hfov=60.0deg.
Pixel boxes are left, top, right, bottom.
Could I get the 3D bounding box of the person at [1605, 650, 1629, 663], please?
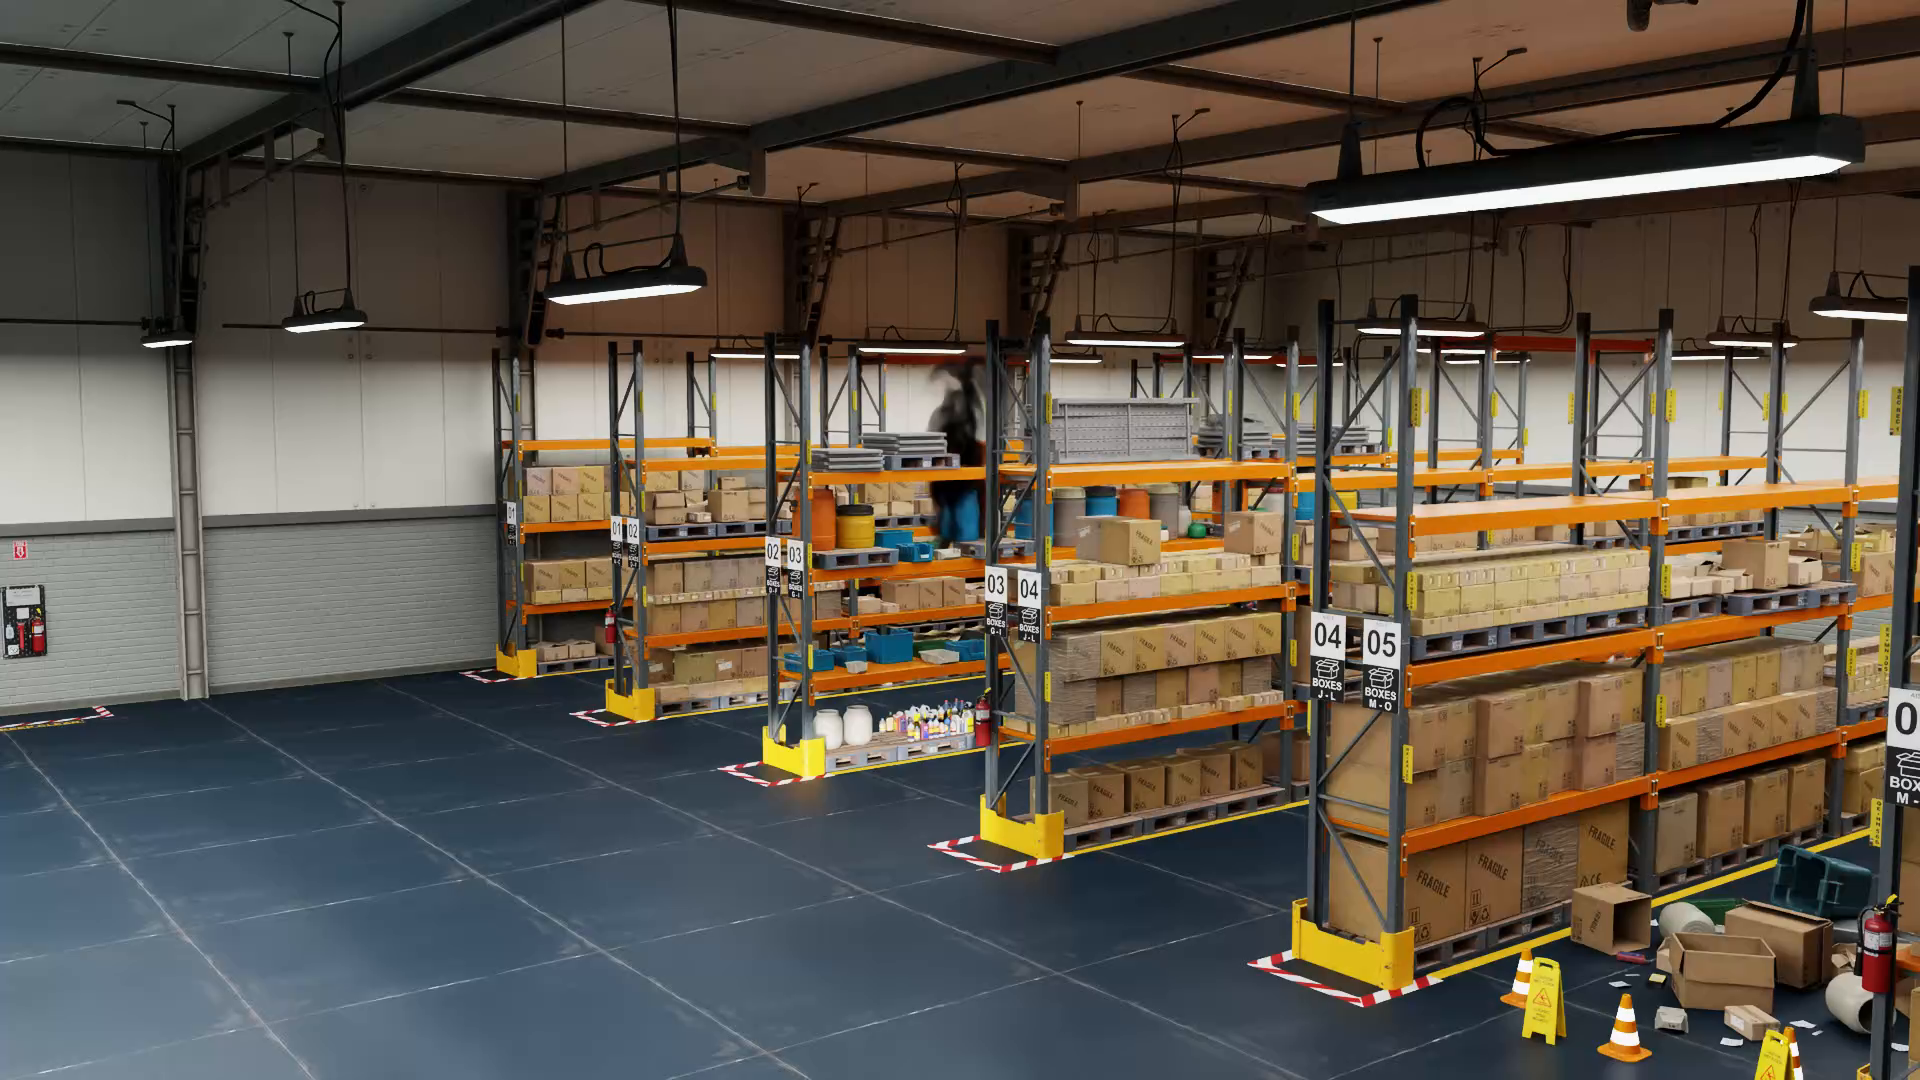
[{"bbox_3d":[9.223,2.253,23.265,0.840,1.774,0.655,-4,6,-36],"label":"person"}]
